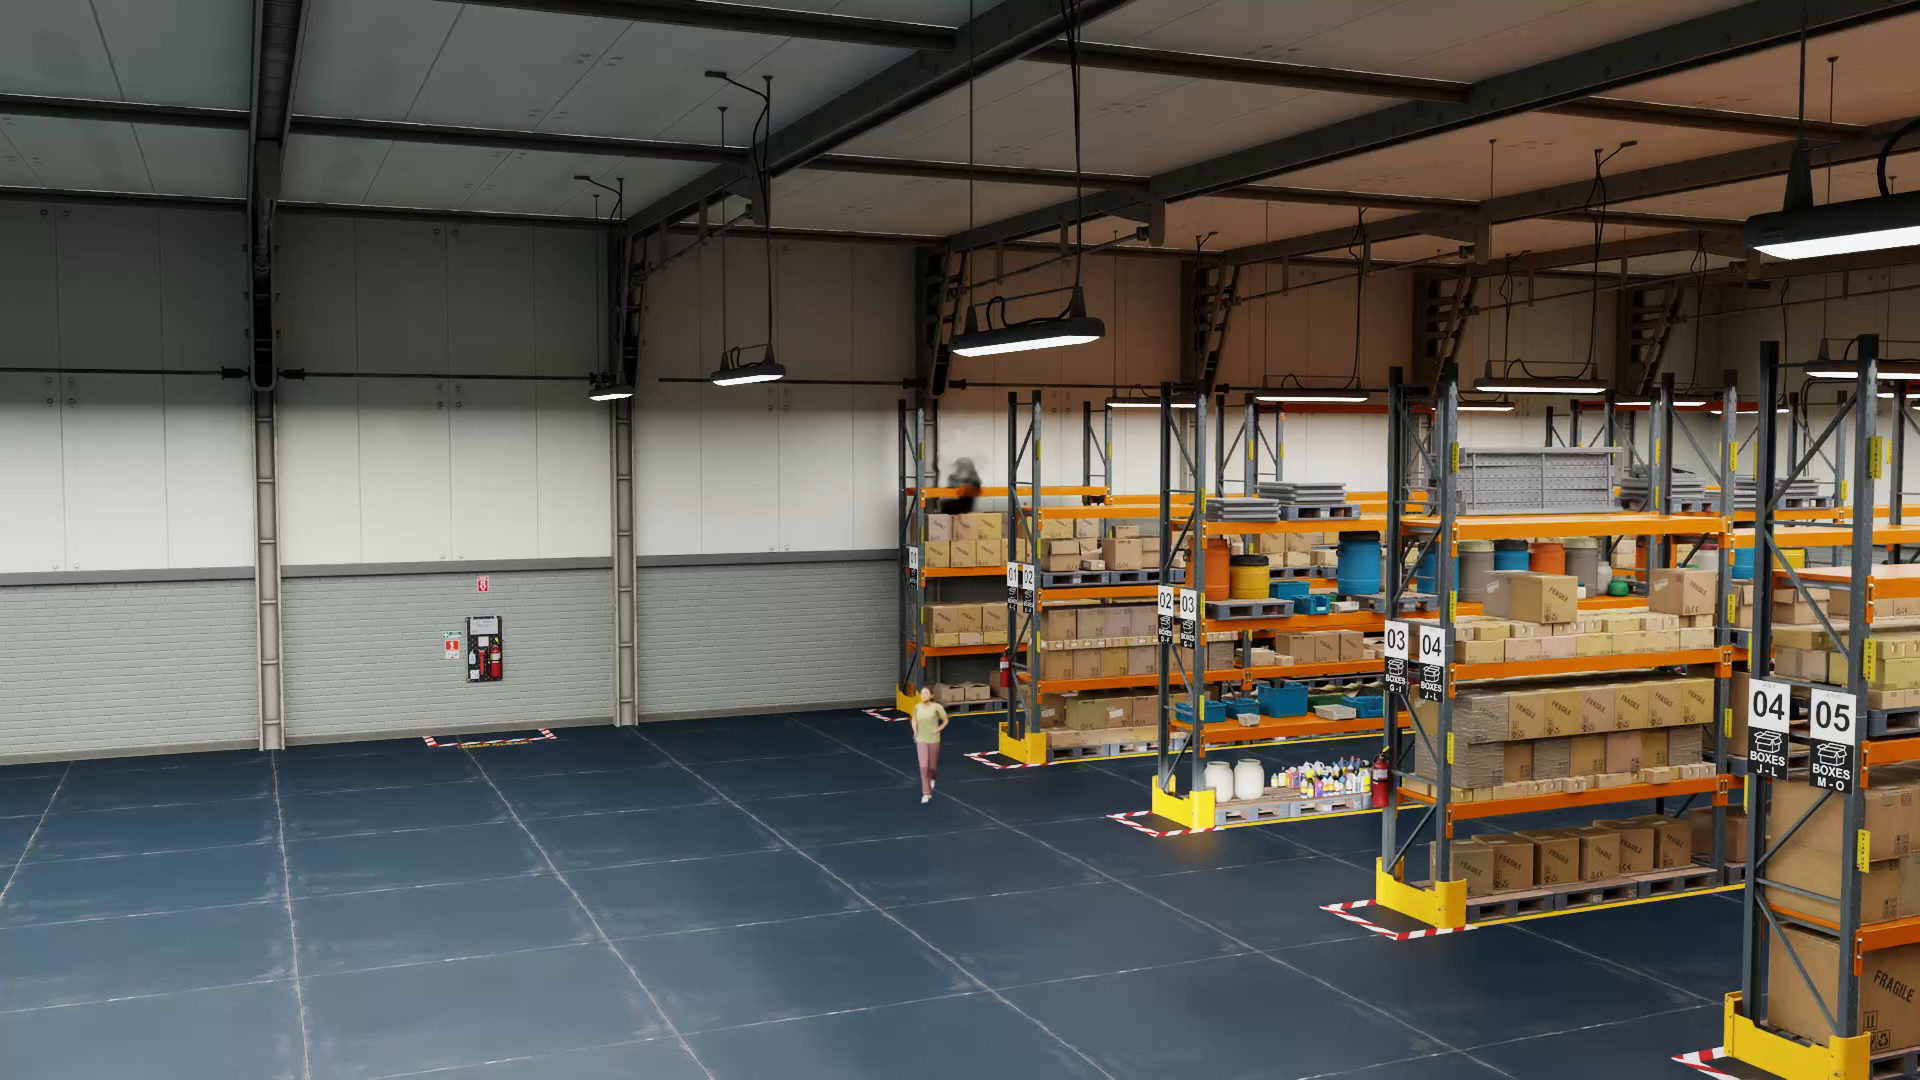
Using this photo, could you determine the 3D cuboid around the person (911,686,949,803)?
[{"bbox_3d":[-0.448,2.934,24.132,0.574,1.662,0.765,1,3,10],"label":"person"}]
